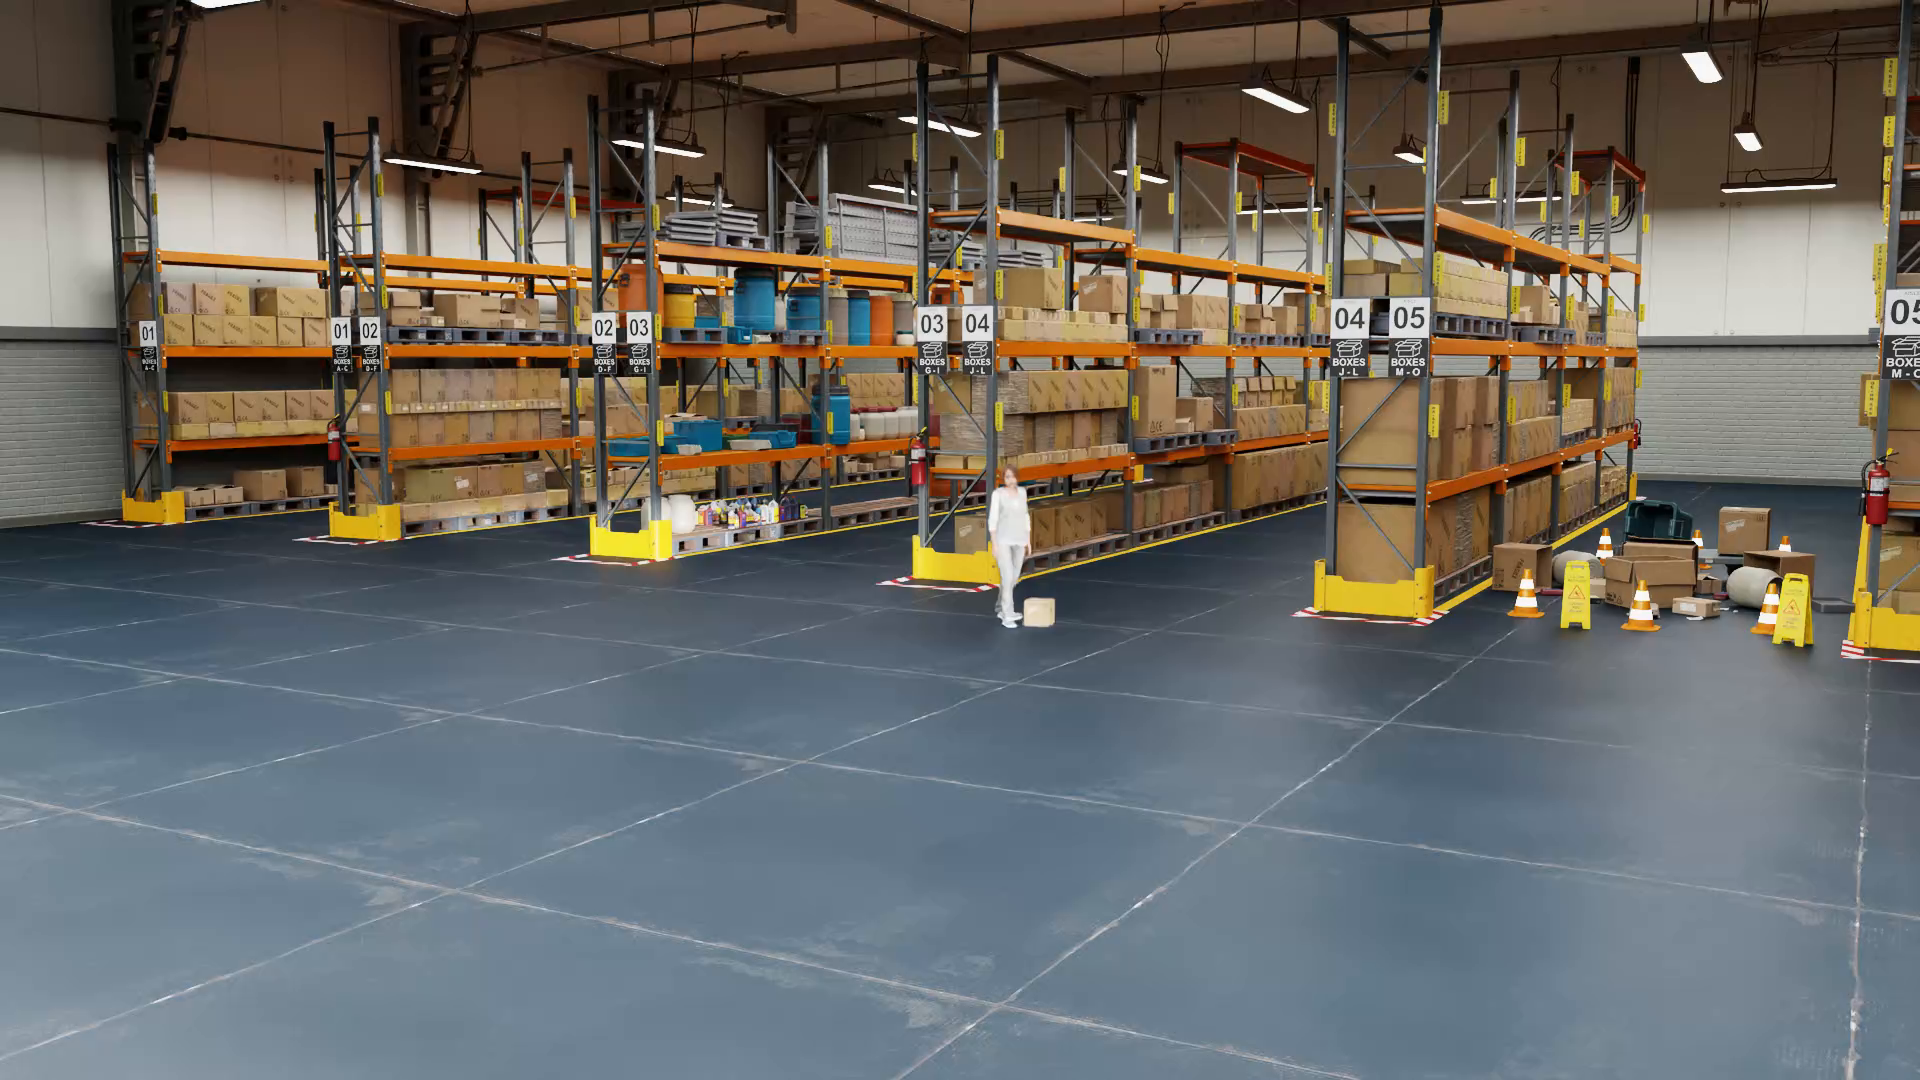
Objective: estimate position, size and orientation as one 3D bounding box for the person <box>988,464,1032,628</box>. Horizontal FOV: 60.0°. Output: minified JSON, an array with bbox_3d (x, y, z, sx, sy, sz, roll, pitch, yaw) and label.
[{"bbox_3d":[0.462,0.041,16.204,0.443,1.586,0.518,-3,7,-28],"label":"person"}]
